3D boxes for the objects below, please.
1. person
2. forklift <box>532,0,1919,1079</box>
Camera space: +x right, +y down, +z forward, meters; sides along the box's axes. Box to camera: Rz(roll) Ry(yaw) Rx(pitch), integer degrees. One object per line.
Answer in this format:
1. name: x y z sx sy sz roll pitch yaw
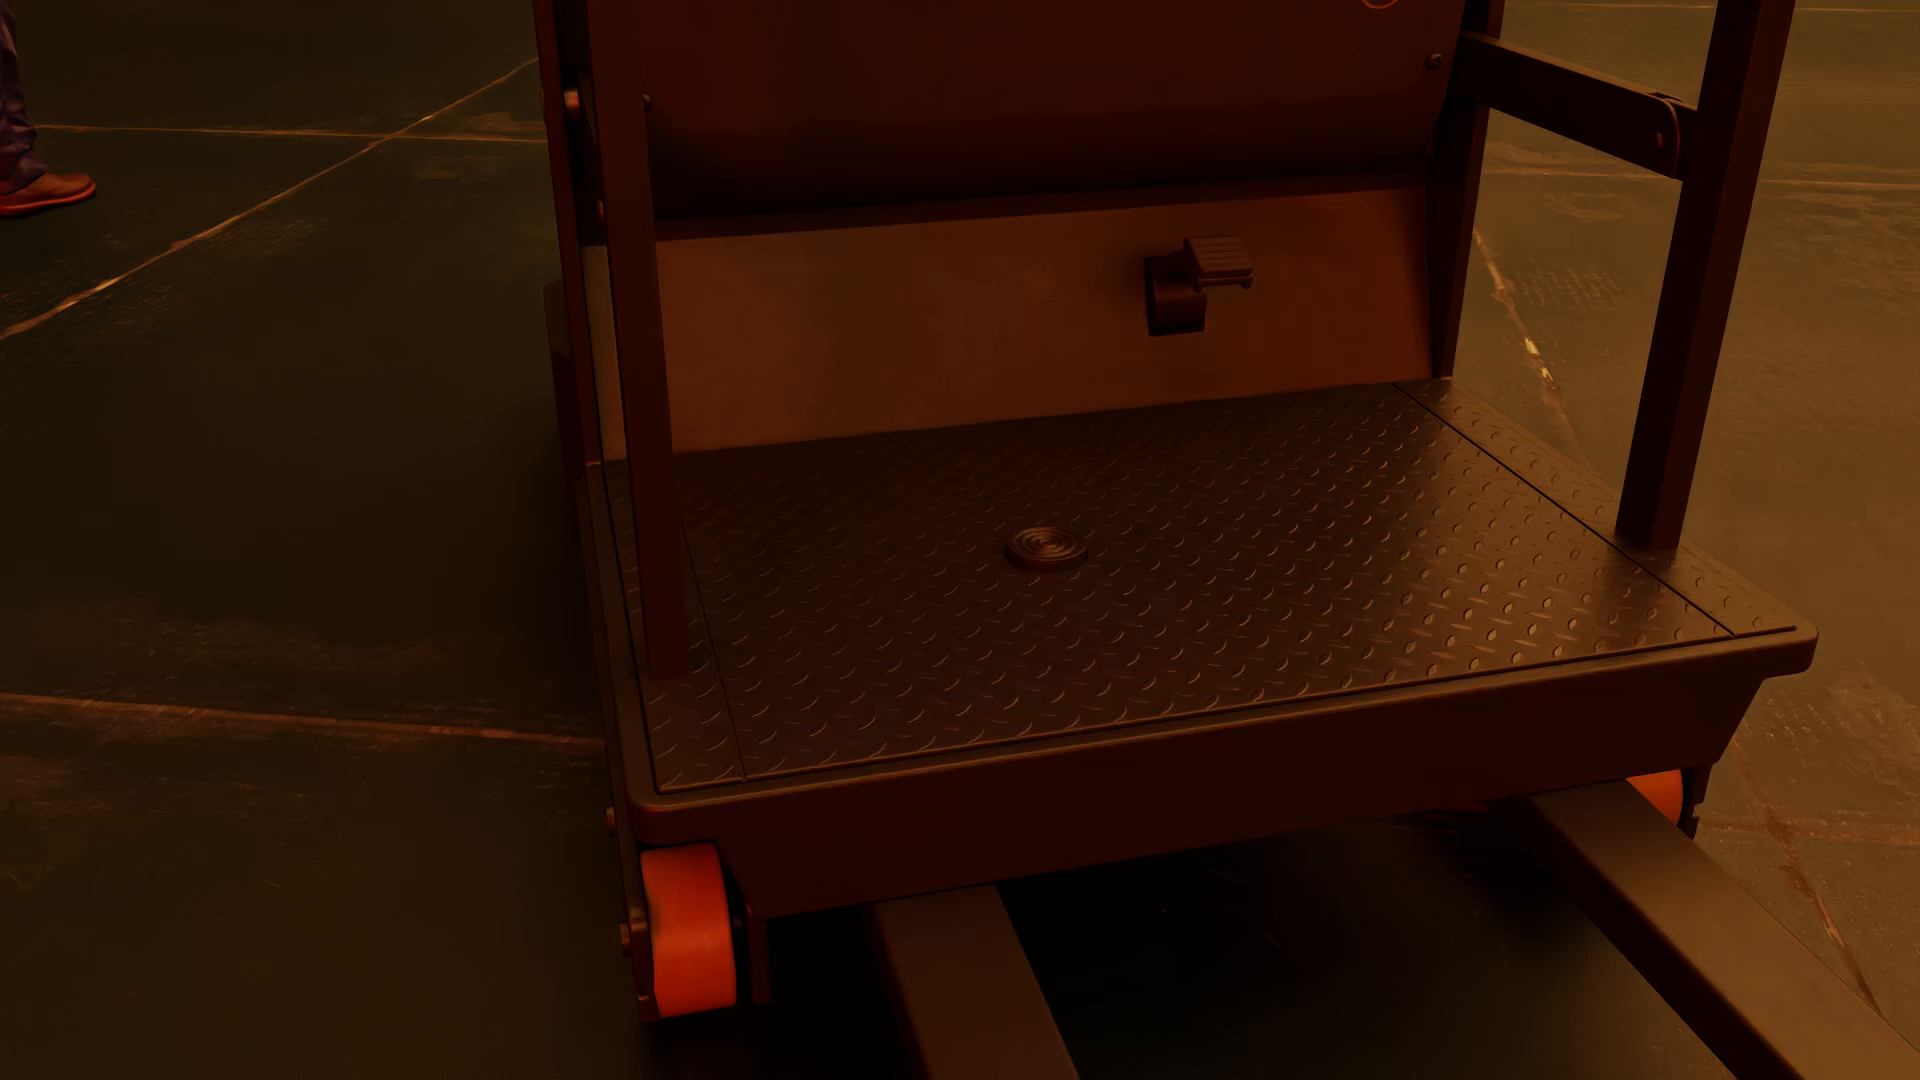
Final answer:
1. person: -2.485 -1.574 3.825 0.672 1.639 0.469 13 29 24
2. forklift: 0.153 -1.049 1.319 1.130 2.935 3.031 -7 27 -13
